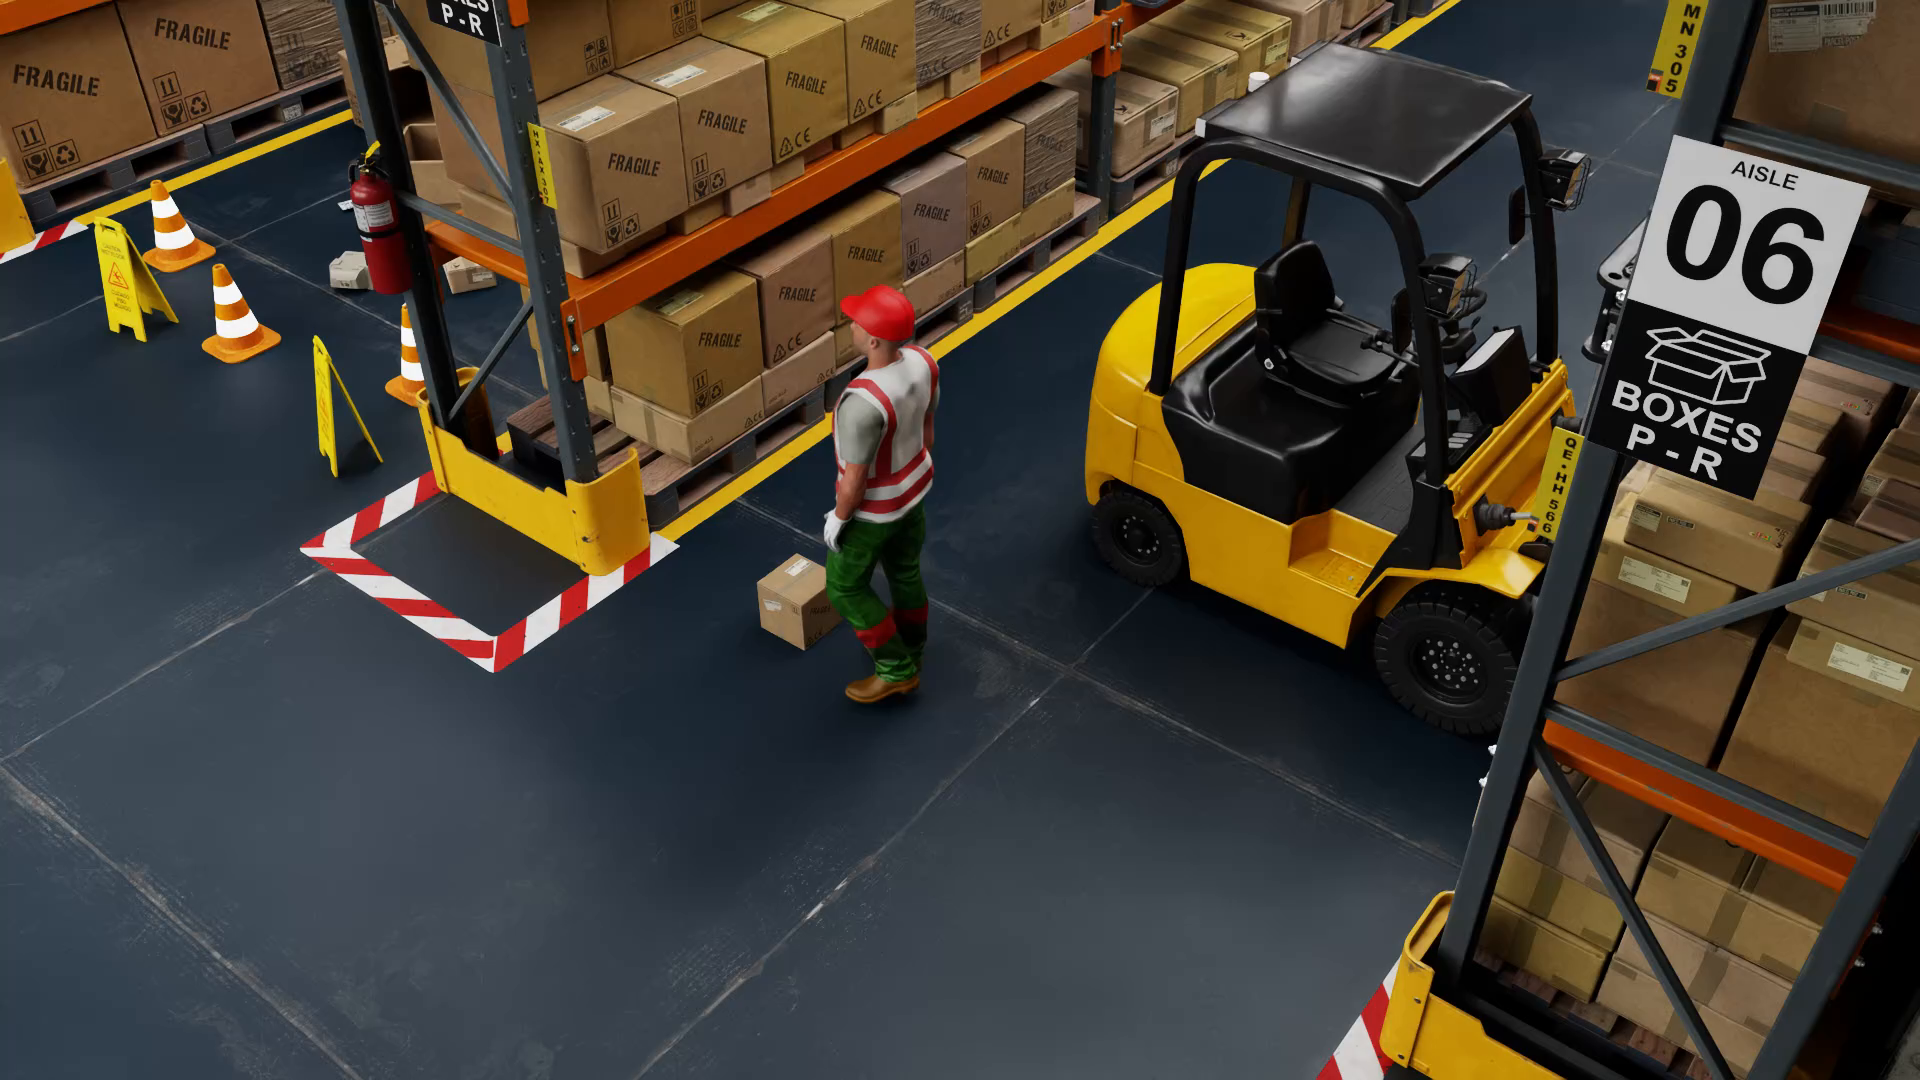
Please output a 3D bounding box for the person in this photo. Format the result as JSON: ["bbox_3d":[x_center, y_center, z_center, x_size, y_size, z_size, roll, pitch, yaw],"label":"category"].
[{"bbox_3d":[-0.280,-0.162,6.310,0.390,1.790,0.560,22,44,25],"label":"person"}]
